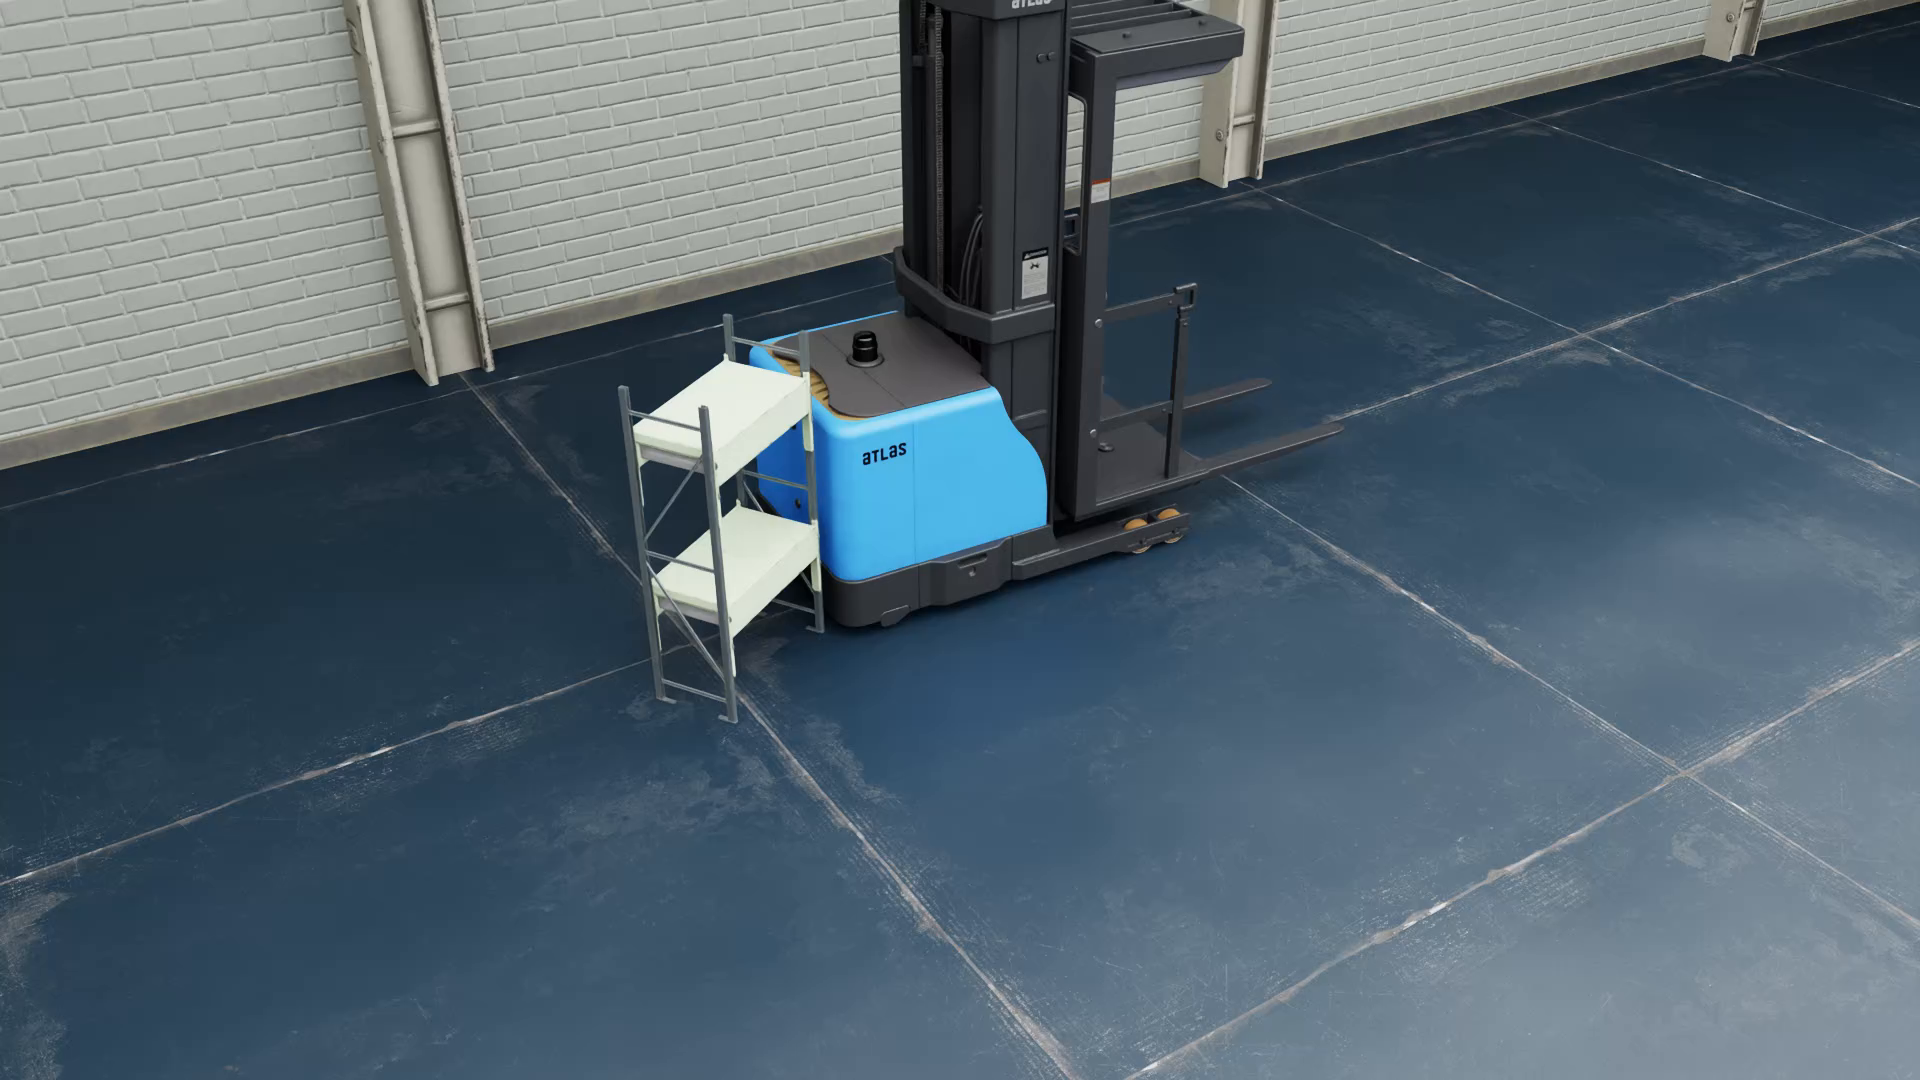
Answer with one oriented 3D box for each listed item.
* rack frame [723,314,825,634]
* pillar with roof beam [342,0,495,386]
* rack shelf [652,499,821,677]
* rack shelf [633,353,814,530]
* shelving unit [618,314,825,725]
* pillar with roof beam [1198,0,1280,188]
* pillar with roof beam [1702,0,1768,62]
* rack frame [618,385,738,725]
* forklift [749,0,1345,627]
[{"bbox_3d":[-0.803,-0.258,7.252,0.400,1.500,0.023,15,35,22],"label":"rack frame"},{"bbox_3d":[-0.669,-2.895,4.405,0.400,9.000,9.100,-19,37,-27],"label":"pillar with roof beam"},{"bbox_3d":[-0.963,0.193,7.148,0.431,0.370,0.720,15,35,22],"label":"rack shelf"},{"bbox_3d":[-0.964,-0.413,6.766,0.431,0.370,0.720,15,35,22],"label":"rack shelf"},{"bbox_3d":[-0.964,-0.083,6.974,0.431,1.500,0.755,15,35,22],"label":"shelving unit"},{"bbox_3d":[4.375,-4.629,7.154,0.400,9.000,9.100,-19,37,-27],"label":"pillar with roof beam"},{"bbox_3d":[9.418,-6.364,9.904,0.400,9.000,9.100,-19,37,-27],"label":"pillar with roof beam"},{"bbox_3d":[-1.124,0.093,6.696,0.400,1.500,0.023,15,35,22],"label":"rack frame"},{"bbox_3d":[0.550,-1.403,7.728,3.031,2.935,1.130,-17,36,-24],"label":"forklift"}]
